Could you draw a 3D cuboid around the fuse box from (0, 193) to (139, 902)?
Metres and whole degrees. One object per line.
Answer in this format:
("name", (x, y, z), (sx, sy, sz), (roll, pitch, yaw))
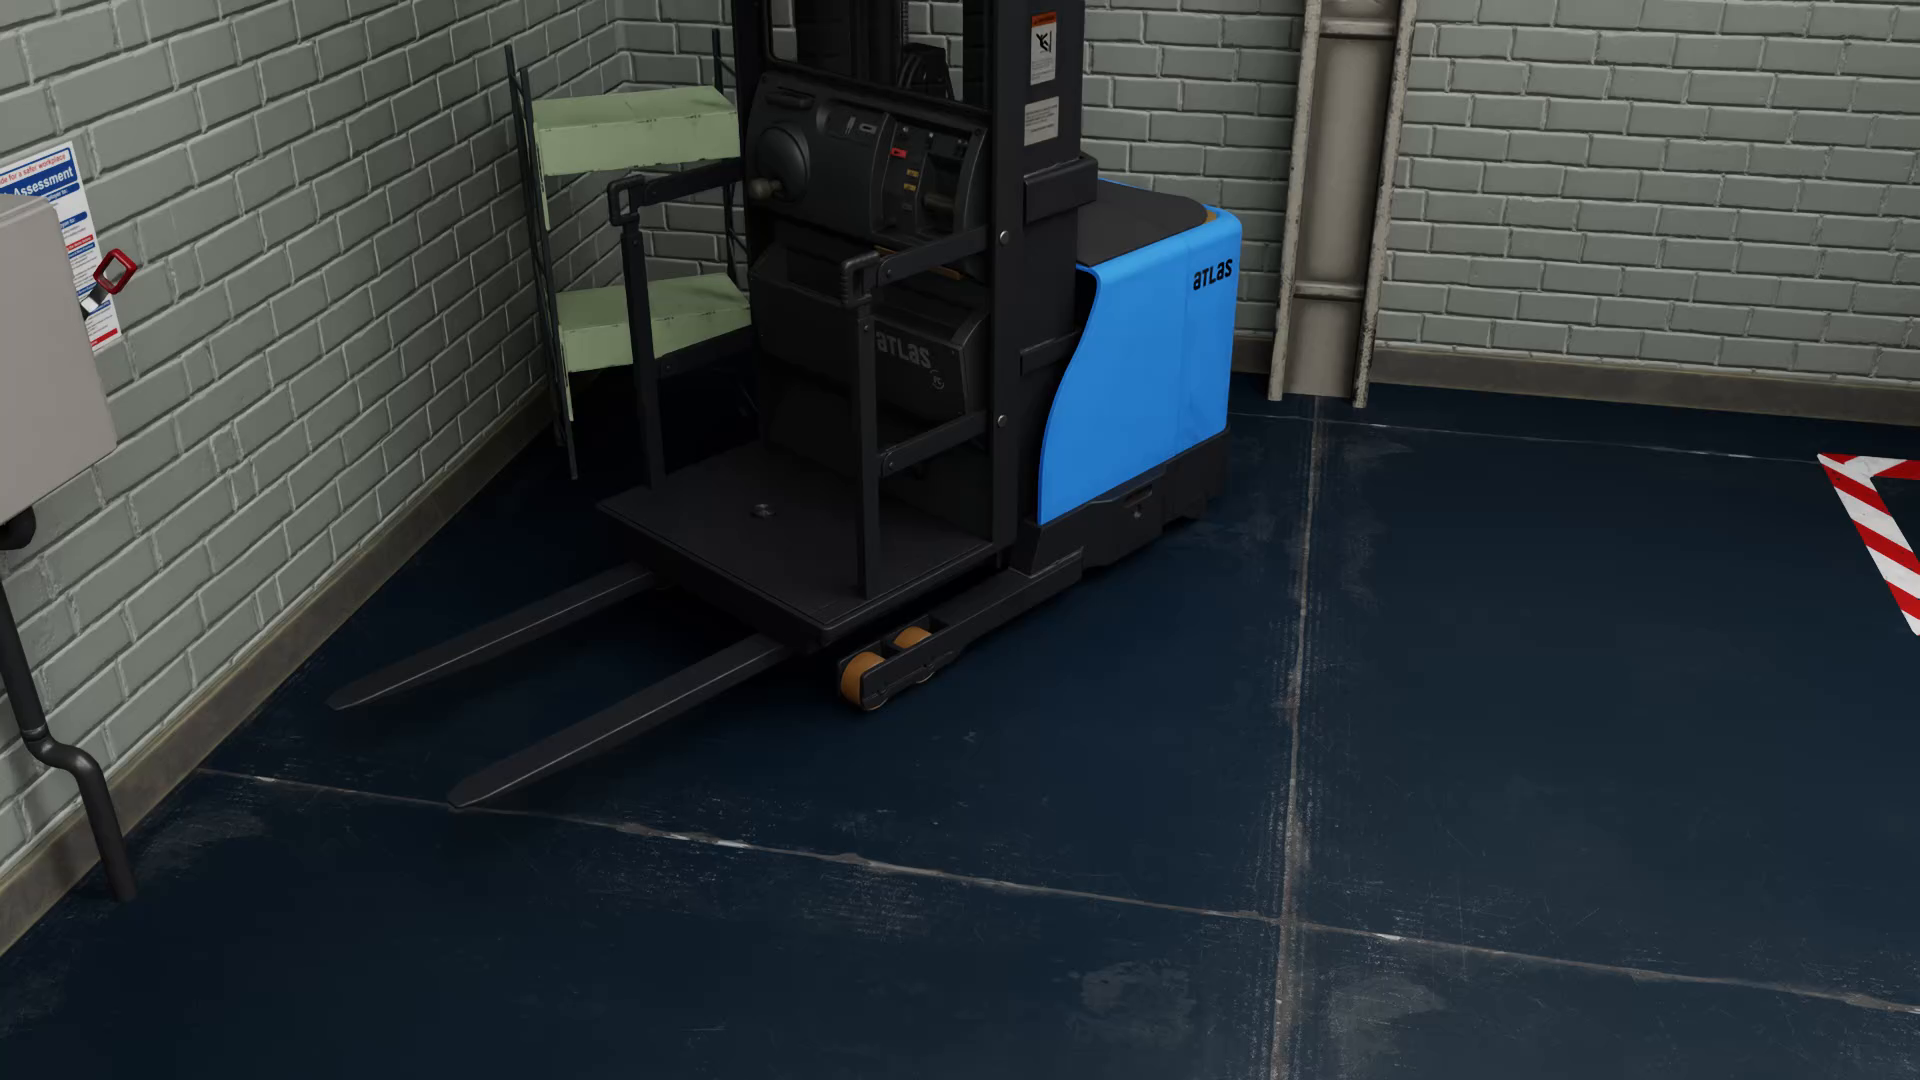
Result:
("fuse box", (-2.042, 0.122, 3.745), (0.414, 1.711, 0.539), (6, 29, 11))

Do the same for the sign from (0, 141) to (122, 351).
("sign", (-2.141, -0.654, 3.920), (0.001, 0.494, 0.329), (6, 29, 11))

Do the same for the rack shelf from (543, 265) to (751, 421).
("rack shelf", (-1.155, -0.747, 6.232), (0.720, 0.370, 0.431), (-10, 30, -18))

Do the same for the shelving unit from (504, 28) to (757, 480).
("shelving unit", (-1.155, -1.033, 6.076), (0.755, 1.500, 0.431), (-10, 30, -18))

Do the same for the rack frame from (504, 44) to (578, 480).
("rack frame", (-1.497, -0.970, 5.960), (0.023, 1.500, 0.400), (-10, 30, -18))

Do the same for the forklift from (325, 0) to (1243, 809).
("forklift", (-0.431, -1.069, 4.650), (1.130, 2.935, 3.031), (25, 37, 37))

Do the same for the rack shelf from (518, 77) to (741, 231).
("rack shelf", (-1.155, -1.376, 5.888), (0.720, 0.370, 0.431), (-10, 30, -18))

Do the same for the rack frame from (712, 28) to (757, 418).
("rack frame", (-0.814, -1.097, 6.191), (0.023, 1.500, 0.400), (-10, 30, -18))

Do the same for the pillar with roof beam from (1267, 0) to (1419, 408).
("pillar with roof beam", (0.582, -2.551, 1.039), (0.400, 9.000, 9.100), (6, 29, 11))
